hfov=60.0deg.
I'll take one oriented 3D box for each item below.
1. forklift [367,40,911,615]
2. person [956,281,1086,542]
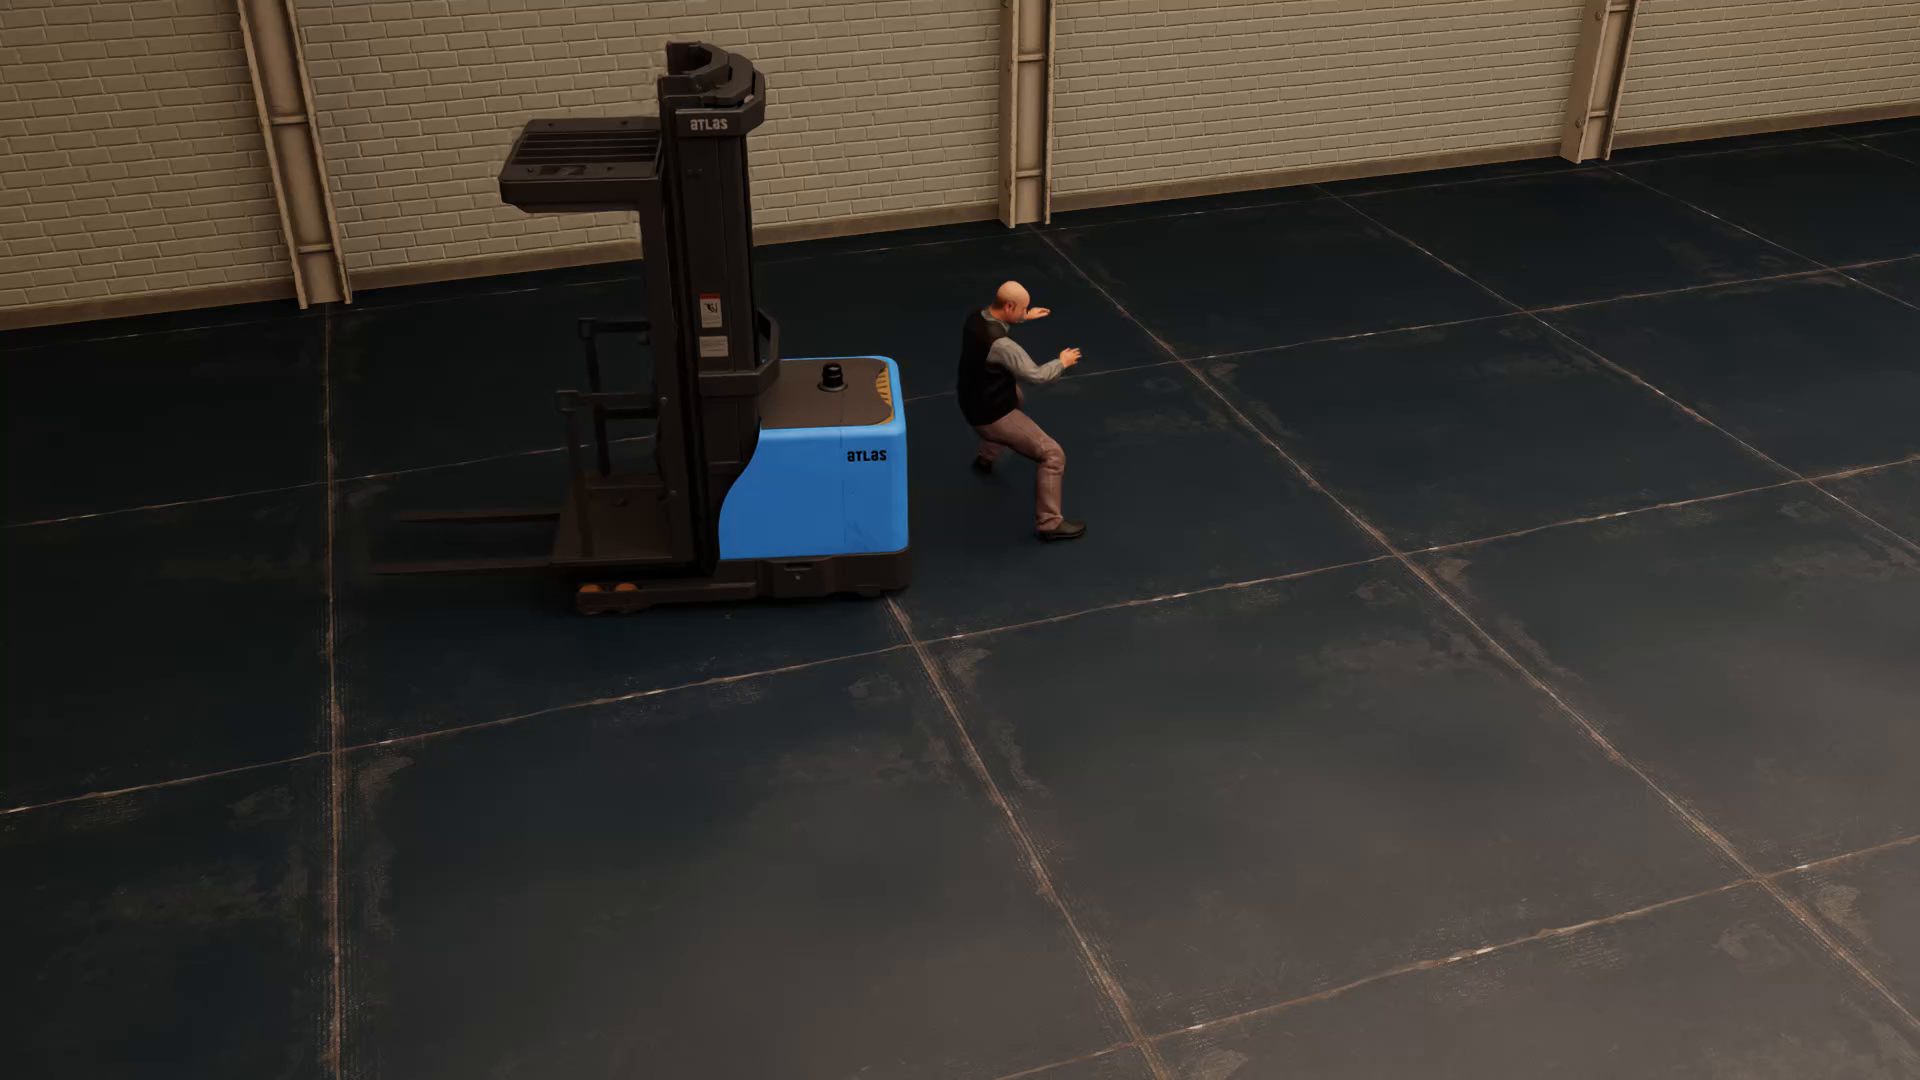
[{"bbox_3d":[-1.824,-1.127,9.046,3.031,2.935,1.130,-2,30,-4],"label":"forklift"},{"bbox_3d":[0.348,-0.870,10.067,0.731,1.491,1.071,-7,31,-12],"label":"person"}]
